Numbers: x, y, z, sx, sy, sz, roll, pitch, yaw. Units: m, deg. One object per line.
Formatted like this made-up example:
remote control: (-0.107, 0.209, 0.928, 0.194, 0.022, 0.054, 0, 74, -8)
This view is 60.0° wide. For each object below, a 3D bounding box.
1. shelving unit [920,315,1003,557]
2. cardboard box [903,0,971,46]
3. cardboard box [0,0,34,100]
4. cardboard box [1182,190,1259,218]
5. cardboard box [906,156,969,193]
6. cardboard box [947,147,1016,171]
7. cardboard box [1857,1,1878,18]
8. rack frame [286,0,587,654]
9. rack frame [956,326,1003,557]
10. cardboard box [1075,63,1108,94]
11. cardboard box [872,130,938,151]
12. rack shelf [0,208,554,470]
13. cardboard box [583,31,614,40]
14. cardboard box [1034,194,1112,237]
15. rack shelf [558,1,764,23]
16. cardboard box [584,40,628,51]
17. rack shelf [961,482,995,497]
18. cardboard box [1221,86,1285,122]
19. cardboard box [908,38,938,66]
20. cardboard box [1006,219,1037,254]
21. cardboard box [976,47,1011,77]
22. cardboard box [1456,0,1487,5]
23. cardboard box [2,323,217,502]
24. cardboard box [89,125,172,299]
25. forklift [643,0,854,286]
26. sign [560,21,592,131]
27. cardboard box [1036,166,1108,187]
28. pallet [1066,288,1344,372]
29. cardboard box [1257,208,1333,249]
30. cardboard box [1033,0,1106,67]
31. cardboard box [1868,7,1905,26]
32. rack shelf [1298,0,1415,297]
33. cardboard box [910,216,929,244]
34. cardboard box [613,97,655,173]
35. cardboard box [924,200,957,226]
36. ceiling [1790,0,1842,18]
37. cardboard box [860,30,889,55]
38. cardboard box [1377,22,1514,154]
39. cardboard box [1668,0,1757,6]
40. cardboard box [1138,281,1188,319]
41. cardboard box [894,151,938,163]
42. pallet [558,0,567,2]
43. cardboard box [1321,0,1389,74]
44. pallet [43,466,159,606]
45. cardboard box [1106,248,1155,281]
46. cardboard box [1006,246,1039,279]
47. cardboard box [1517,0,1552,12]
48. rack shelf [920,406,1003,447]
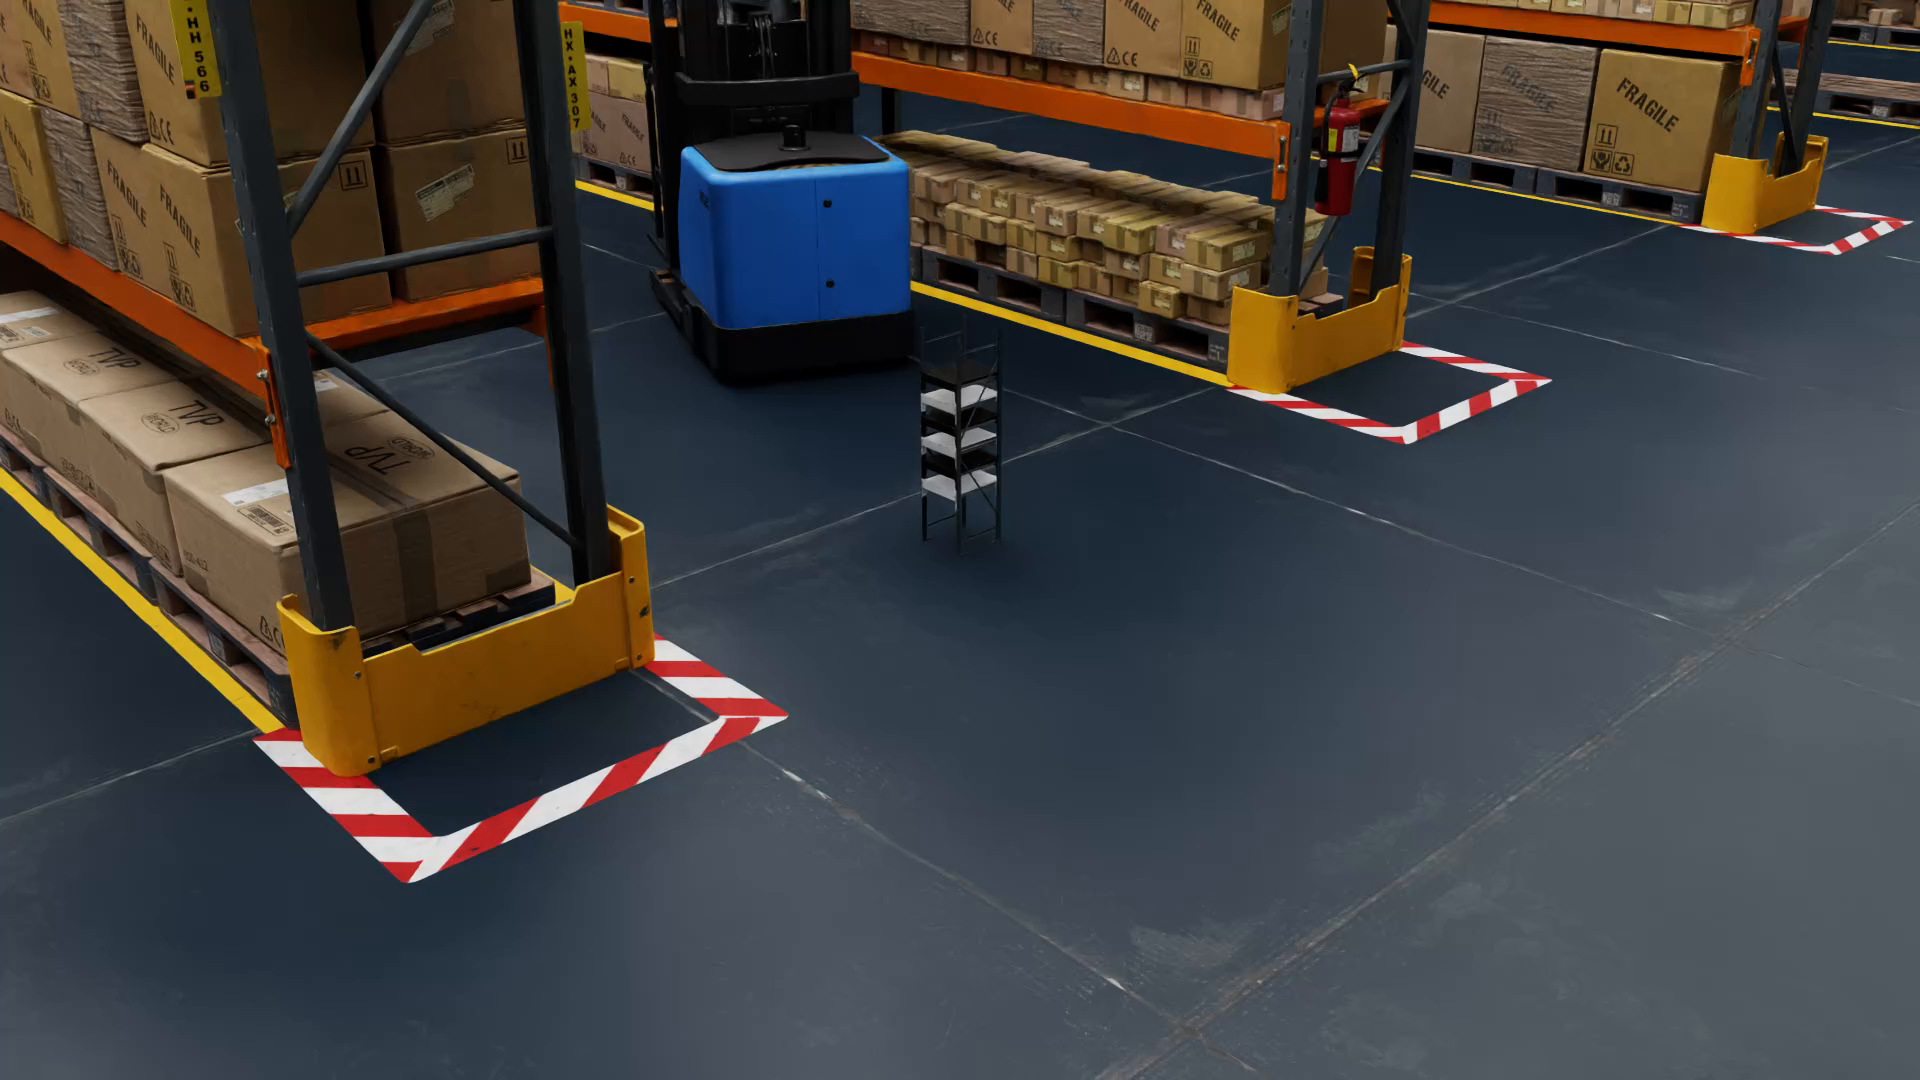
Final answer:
shelving unit: (-1.090, -4.804, 12.405, 8.426, 4.047, 12.137, -21, 32, -38)
cardboard box: (0.022, -3.139, 9.538, 0.500, 0.500, 0.500, -22, 33, -39)
cardboard box: (-3.164, -1.876, 5.924, 0.500, 0.500, 0.500, -22, 32, -39)
cardboard box: (1.475, -1.861, 9.427, 0.380, 0.149, 0.250, -21, 32, -39)
cardboard box: (-0.161, -2.257, 10.295, 0.380, 0.149, 0.250, -22, 33, -40)
cardboard box: (0.138, -2.381, 10.567, 0.380, 0.149, 0.250, -20, 31, -37)
cardboard box: (11.026, -6.391, 20.049, 0.380, 0.149, 0.250, -21, 32, -38)
rack frame: (-1.607, -0.843, 4.984, 0.949, 2.616, 0.053, -21, 32, -38)
rack frame: (0.075, -0.376, 6.490, 0.240, 0.900, 0.006, -21, 32, -38)
cardboard box: (0.836, -2.500, 8.918, 0.250, 0.149, 0.380, 22, 33, 39)
cardboard box: (-0.361, -2.621, 11.094, 0.380, 0.149, 0.250, -20, 31, -37)
rack shelf: (-2.972, -1.123, 6.463, 1.077, 0.370, 4.000, -21, 32, -38)
cardboard box: (-2.869, -3.965, 13.429, 0.500, 0.250, 0.500, -22, 33, -40)
cardboard box: (0.638, -1.829, 9.357, 0.380, 0.149, 0.250, -20, 31, -37)
rack shelf: (-2.161, -3.858, 12.224, 0.919, 0.124, 3.809, -21, 32, -38)
cardboard box: (-2.887, -3.666, 12.775, 0.500, 0.250, 0.500, -22, 32, -39)
rack shelf: (0.006, -0.226, 6.640, 0.199, 0.015, 0.184, -21, 32, -38)
cardboard box: (1.511, -2.183, 8.224, 0.380, 0.149, 0.250, -21, 32, -38)
cardboard box: (-0.082, -2.896, 9.786, 0.380, 0.149, 0.250, -21, 32, -38)
cardboard box: (0.489, -1.780, 9.609, 0.380, 0.149, 0.250, -19, 31, -36)
cardboard box: (0.313, -2.744, 9.454, 0.380, 0.149, 0.250, -20, 31, -37)
cardboard box: (3.921, -4.097, 12.419, 0.380, 0.149, 0.250, -22, 33, -40)
cardboard box: (-3.375, -0.589, 7.009, 0.875, 0.438, 0.875, -22, 33, -40)
cardboard box: (-2.459, -1.117, 5.463, 0.500, 0.500, 0.500, -22, 33, -39)
forklift: (-3.714, -2.685, 6.361, 7.586, 5.209, 9.645, -8, 26, -18)
sign: (-1.195, -1.429, 5.131, 0.100, 0.325, 0.005, -21, 32, -38)
cardboard box: (0.674, -2.141, 10.040, 0.380, 0.149, 0.250, -21, 32, -38)
pallet: (1.358, -1.289, 9.322, 1.003, 0.211, 1.213, -21, 32, -38)
cardboard box: (1.830, -1.699, 9.071, 0.250, 0.149, 0.380, 22, 32, 39)
cardboard box: (0.743, -2.831, 8.863, 0.500, 0.500, 0.500, -21, 32, -38)
cardboard box: (10.857, -6.140, 19.478, 0.380, 0.166, 0.250, -21, 32, -38)
rack shelf: (1.942, -2.280, 8.133, 0.949, 2.616, 0.053, -21, 32, -38)
cardboard box: (-0.180, -1.979, 10.403, 0.380, 0.149, 0.250, -22, 33, -39)
cardboard box: (-2.182, -3.009, 12.238, 0.500, 0.500, 0.500, -22, 33, -40)
cardboard box: (0.004, -2.032, 10.161, 0.380, 0.149, 0.250, -19, 31, -36)
ceiling: (10.258, -6.465, 20.016, 0.500, 0.311, 0.500, -21, 32, -38)
cardboard box: (-0.388, -3.075, 10.178, 0.250, 0.149, 0.380, 22, 33, 39)
cardboard box: (3.903, -3.596, 13.073, 0.875, 0.875, 0.875, -21, 32, -38)
cardboard box: (5.104, -3.794, 11.274, 0.500, 0.250, 0.500, -22, 32, -39)
cardboard box: (1.178, -1.322, 8.963, 0.380, 0.149, 0.250, -20, 31, -37)
cardboard box: (-0.356, -2.329, 10.454, 0.392, 0.149, 0.269, -20, 31, -37)
pallet: (-2.963, -4.430, 13.077, 1.213, 0.211, 1.003, -21, 32, -38)
cardboard box: (1.835, -2.674, 8.518, 0.500, 0.500, 0.500, -19, 31, -36)
pallet: (-3.038, -0.165, 6.857, 1.003, 0.211, 1.213, -21, 32, -38)
cardboard box: (1.014, -1.544, 9.091, 0.250, 0.149, 0.380, 22, 33, 40)
cardboard box: (0.490, -1.646, 9.673, 0.380, 0.149, 0.250, -20, 32, -37)
cardboard box: (4.269, -3.943, 12.081, 0.380, 0.149, 0.250, -21, 32, -38)
rack shelf: (0.006, -0.459, 6.534, 0.258, 0.077, 0.200, -21, 32, -38)
